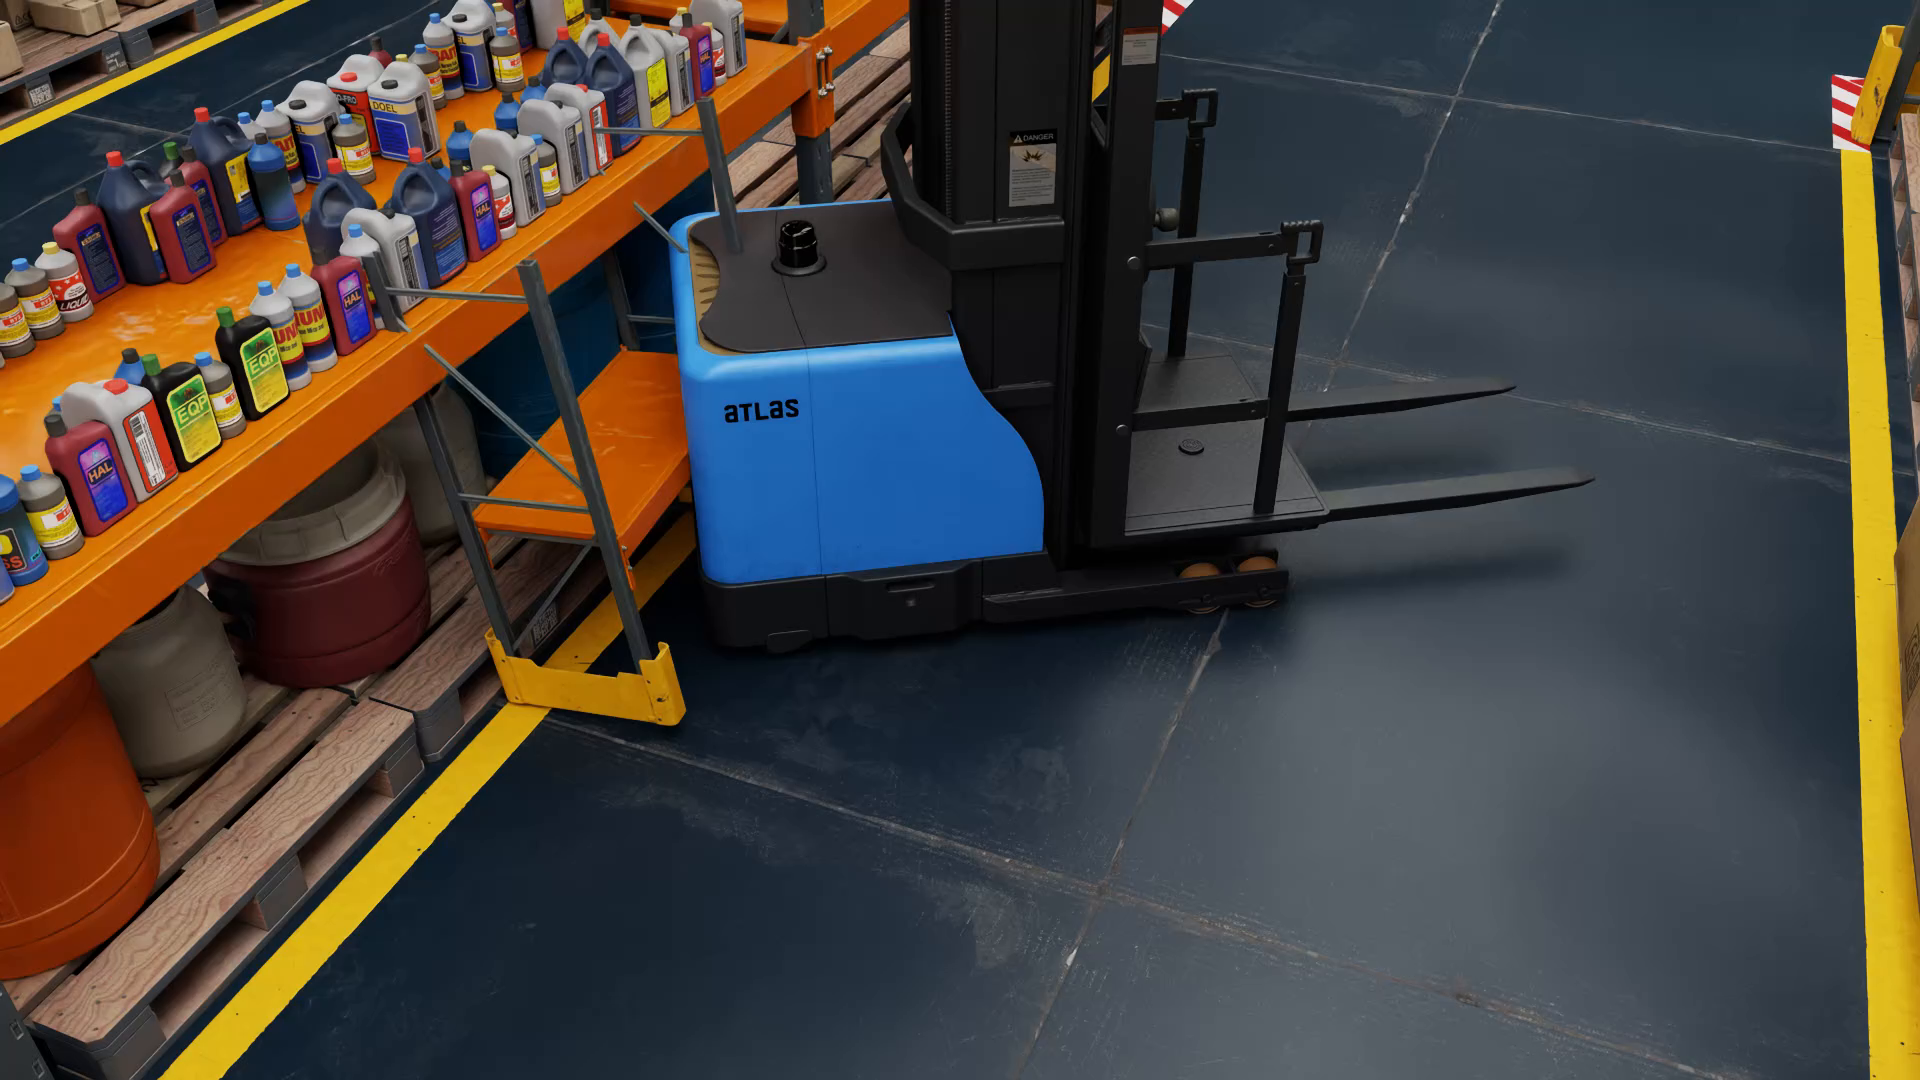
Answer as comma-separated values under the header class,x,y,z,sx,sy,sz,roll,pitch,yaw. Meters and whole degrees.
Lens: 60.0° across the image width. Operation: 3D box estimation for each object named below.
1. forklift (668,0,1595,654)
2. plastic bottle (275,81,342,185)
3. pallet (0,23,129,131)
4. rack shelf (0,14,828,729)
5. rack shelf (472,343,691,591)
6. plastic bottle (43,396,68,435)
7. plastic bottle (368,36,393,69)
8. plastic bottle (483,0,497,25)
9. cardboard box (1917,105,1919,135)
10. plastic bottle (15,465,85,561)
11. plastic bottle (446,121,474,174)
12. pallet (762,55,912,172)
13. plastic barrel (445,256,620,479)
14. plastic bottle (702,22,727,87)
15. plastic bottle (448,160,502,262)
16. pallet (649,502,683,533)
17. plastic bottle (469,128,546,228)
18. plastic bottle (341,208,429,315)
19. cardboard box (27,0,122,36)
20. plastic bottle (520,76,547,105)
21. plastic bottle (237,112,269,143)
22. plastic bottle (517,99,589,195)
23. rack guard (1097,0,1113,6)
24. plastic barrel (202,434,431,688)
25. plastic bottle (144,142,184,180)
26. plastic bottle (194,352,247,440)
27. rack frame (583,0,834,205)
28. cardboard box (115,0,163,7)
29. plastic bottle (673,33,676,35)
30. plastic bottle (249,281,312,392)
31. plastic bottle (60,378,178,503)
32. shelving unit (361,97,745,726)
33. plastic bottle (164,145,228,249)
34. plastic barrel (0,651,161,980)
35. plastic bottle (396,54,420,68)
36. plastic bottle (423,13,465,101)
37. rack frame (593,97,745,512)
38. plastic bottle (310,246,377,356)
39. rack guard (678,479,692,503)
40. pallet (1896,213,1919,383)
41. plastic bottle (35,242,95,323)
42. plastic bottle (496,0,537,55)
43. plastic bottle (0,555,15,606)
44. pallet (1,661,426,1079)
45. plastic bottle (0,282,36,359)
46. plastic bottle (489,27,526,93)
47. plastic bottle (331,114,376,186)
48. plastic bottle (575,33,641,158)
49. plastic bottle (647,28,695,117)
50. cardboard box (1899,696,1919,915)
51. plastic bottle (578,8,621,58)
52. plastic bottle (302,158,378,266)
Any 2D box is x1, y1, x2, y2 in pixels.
class,x,y,z,sx,sy,sz,roll,pitch,yaw
forklift,0.614,-1.240,4.961,3.031,2.935,1.130,-6,37,-8
plastic bottle,-1.942,-1.222,4.983,0.152,0.276,0.135,14,39,18
pallet,-5.290,-2.476,8.886,1.003,0.211,1.213,14,39,18
rack shelf,-1.734,-0.687,4.764,1.077,0.370,4.000,14,39,18
rack shelf,-1.008,-0.250,5.038,0.538,0.185,1.000,6,38,18
plastic bottle,-1.978,-0.228,3.716,0.097,0.201,0.097,0,37,0
plastic bottle,-1.845,-1.438,5.266,0.061,0.283,0.133,14,39,18
plastic bottle,-1.622,-1.729,5.665,0.097,0.271,0.097,0,37,0
cardboard box,4.960,-2.113,7.496,0.875,0.875,0.875,14,39,18
plastic bottle,-1.925,-0.066,3.499,0.097,0.201,0.097,0,37,0
plastic bottle,-1.417,-1.073,4.787,0.097,0.271,0.097,0,37,0
pallet,-0.267,-2.059,8.328,1.003,0.211,1.213,14,39,18
plastic barrel,-1.465,-0.721,5.610,0.600,0.901,0.708,14,39,18
plastic bottle,-0.843,-1.640,5.605,0.097,0.201,0.097,0,37,0
plastic bottle,-1.340,-0.921,4.574,0.061,0.283,0.133,14,39,18
pallet,-1.305,-0.548,6.306,1.003,0.211,1.213,14,39,18
plastic bottle,-1.295,-1.056,4.761,0.152,0.276,0.135,14,39,18
plastic bottle,-1.504,-0.752,4.354,0.152,0.276,0.135,14,39,18
cardboard box,-4.873,-2.918,9.148,0.380,0.166,0.250,14,39,18
plastic bottle,-1.278,-1.275,5.058,0.097,0.271,0.097,0,37,0
plastic bottle,-2.049,-1.108,4.835,0.097,0.271,0.097,0,37,0
plastic bottle,-1.206,-1.185,4.933,0.152,0.276,0.135,14,39,18
rack guard,0.546,-3.312,9.763,1.175,0.500,0.348,14,39,18
plastic barrel,-1.895,0.030,4.868,0.600,0.588,0.708,14,39,18
plastic bottle,-2.180,-0.951,4.614,0.061,0.283,0.133,14,39,18
plastic bottle,-1.735,-0.342,3.868,0.097,0.201,0.097,0,37,0
rack frame,-0.973,-2.082,6.030,1.000,3.000,0.127,14,39,18
cardboard box,-4.843,-3.430,9.552,0.797,0.503,0.637,14,39,18
plastic bottle,-0.950,-1.580,5.525,0.097,0.201,0.097,0,37,0
plastic bottle,-1.648,-0.498,4.018,0.097,0.271,0.097,0,37,0
plastic bottle,-1.856,-0.240,3.669,0.152,0.276,0.135,14,39,18
shelving unit,-1.025,-0.400,4.939,0.587,1.500,1.083,6,38,18
plastic bottle,-2.124,-0.937,4.596,0.061,0.283,0.133,14,39,18
plastic barrel,-2.325,0.559,3.959,0.600,0.830,0.708,14,39,18
plastic bottle,-1.784,-1.465,5.370,0.097,0.201,0.097,0,37,0
plastic bottle,-1.710,-1.601,5.493,0.097,0.271,0.097,0,37,0
rack frame,-0.871,-0.694,5.311,0.500,1.500,0.032,6,38,18
plastic bottle,-1.550,-0.616,4.166,0.061,0.283,0.133,14,39,18
rack guard,-0.802,-0.192,5.677,0.587,0.250,0.087,6,38,18
pallet,4.432,-0.918,6.802,1.003,0.211,1.213,14,39,18
plastic bottle,-2.328,-0.674,4.312,0.097,0.201,0.097,0,37,0
plastic bottle,-1.558,-1.856,5.825,0.061,0.283,0.133,14,39,18
plastic bottle,-2.032,0.016,3.327,0.152,0.276,0.135,14,39,18
pallet,-2.234,0.803,4.499,1.003,0.211,1.213,14,39,18
plastic bottle,-2.402,-0.566,4.168,0.097,0.201,0.097,0,37,0
plastic bottle,-1.518,-1.612,5.568,0.097,0.201,0.097,0,37,0
plastic bottle,-1.820,-1.174,4.981,0.097,0.201,0.097,0,37,0
plastic bottle,-1.091,-1.377,5.128,0.144,0.351,0.185,14,39,18
plastic bottle,-0.963,-1.538,5.406,0.152,0.276,0.135,14,39,18
cardboard box,3.043,0.583,3.889,1.225,0.875,0.875,13,39,16
plastic bottle,-1.154,-1.512,5.308,0.144,0.351,0.185,14,39,18
plastic bottle,-1.631,-0.829,4.395,0.144,0.351,0.185,14,39,18
